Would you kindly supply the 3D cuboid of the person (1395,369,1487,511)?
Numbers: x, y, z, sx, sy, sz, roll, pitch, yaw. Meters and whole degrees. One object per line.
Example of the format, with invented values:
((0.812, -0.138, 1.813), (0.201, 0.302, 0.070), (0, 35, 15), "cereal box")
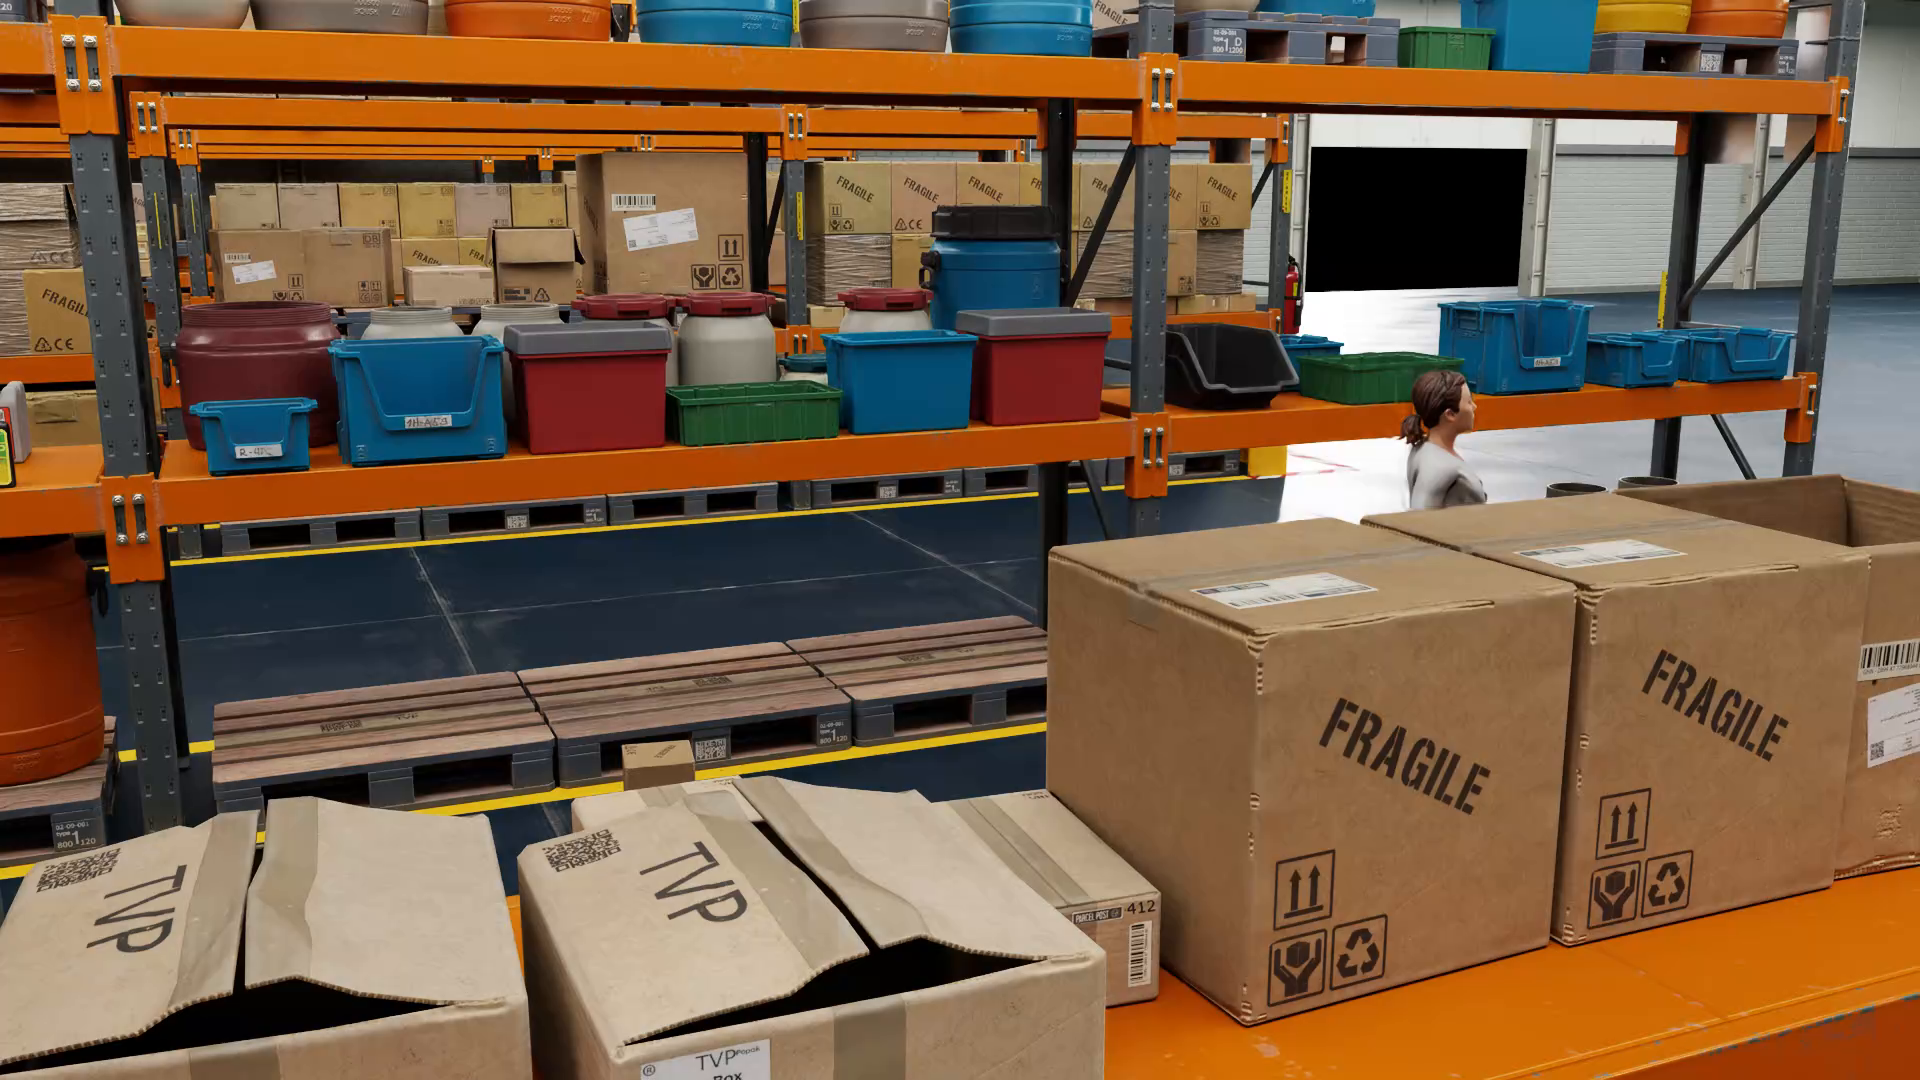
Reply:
((1.810, 0.173, 6.173), (1.028, 1.619, 0.473), (1, 12, 7), "person")
